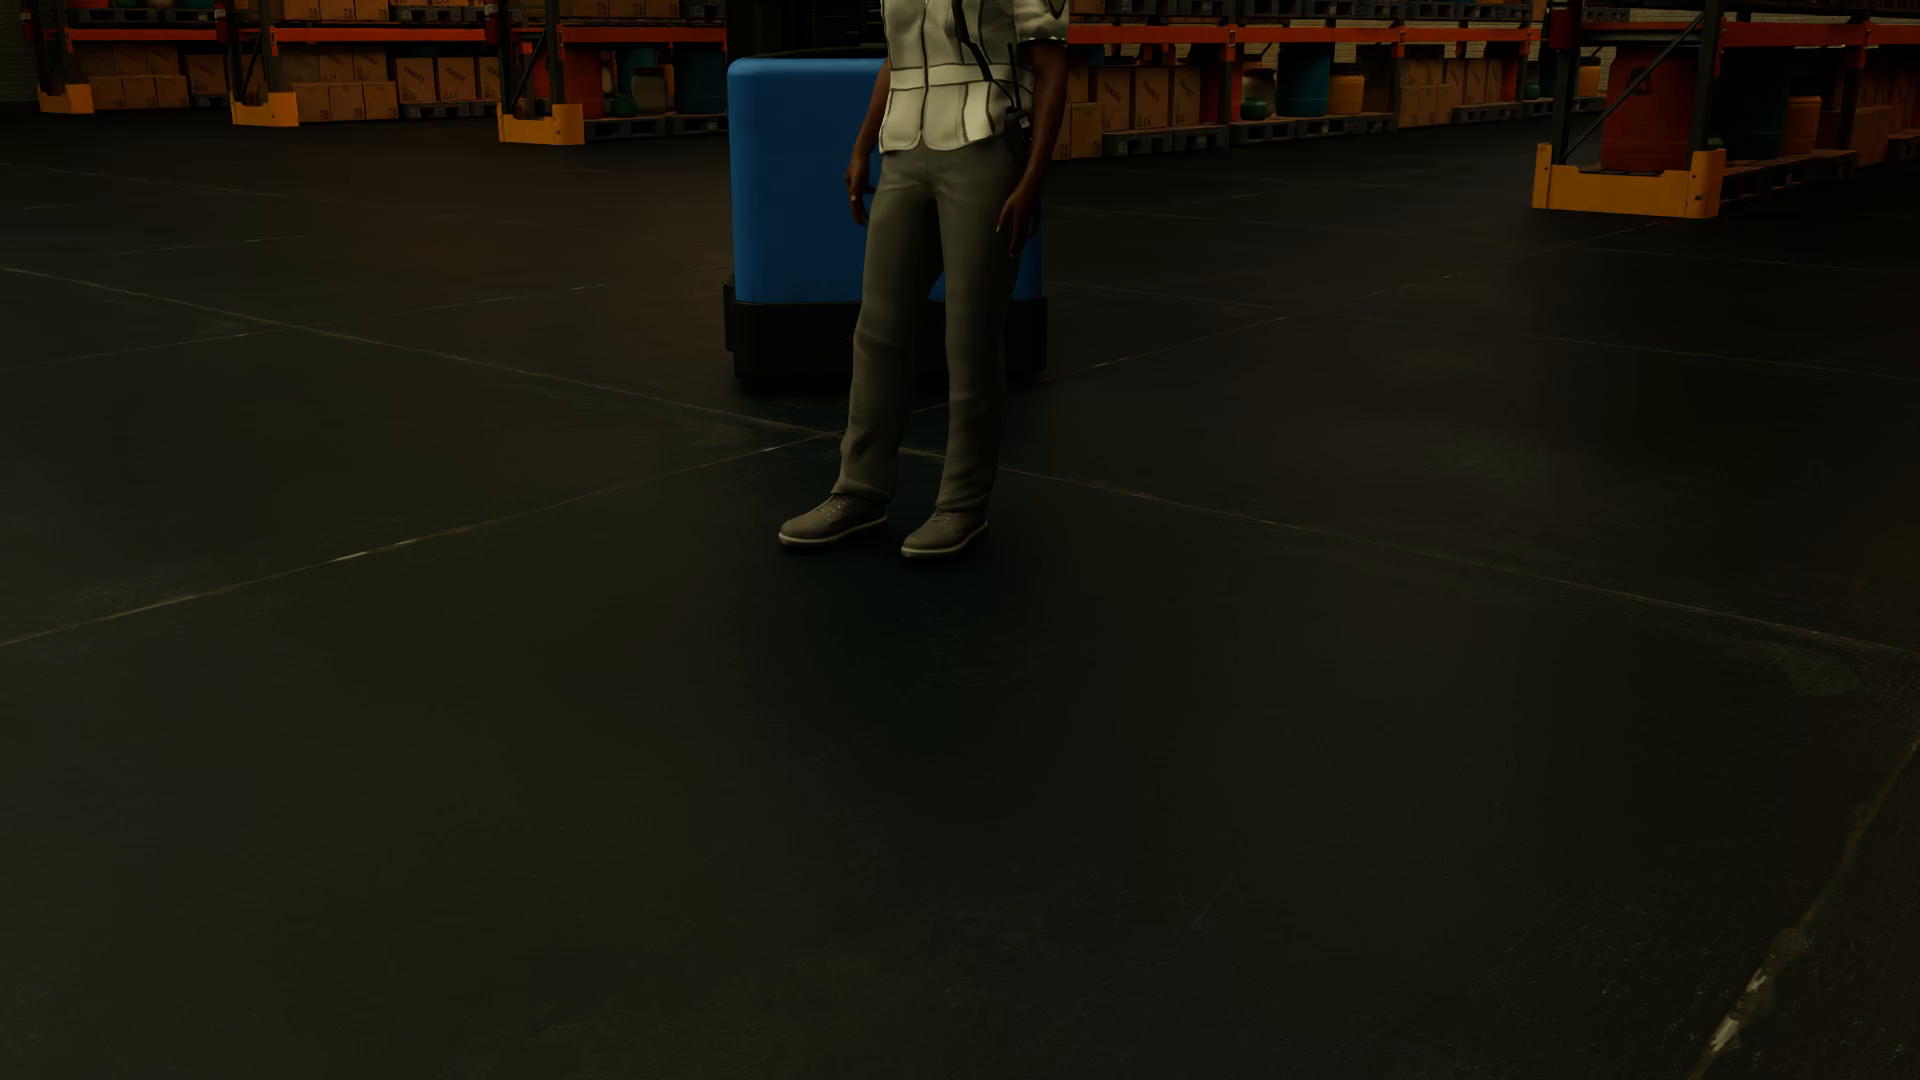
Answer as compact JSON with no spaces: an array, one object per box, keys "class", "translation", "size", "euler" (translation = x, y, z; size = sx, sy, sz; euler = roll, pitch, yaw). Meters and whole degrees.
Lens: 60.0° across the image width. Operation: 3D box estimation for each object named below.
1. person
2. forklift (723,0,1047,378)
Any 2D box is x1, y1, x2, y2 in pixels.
[{"class":"person","translation":[-0.063,-0.805,3.650],"size":[0.569,1.695,0.528],"euler":[13,21,37]},{"class":"forklift","translation":[-0.377,-2.319,6.535],"size":[1.130,2.935,3.031],"euler":[-2,17,-6]}]
